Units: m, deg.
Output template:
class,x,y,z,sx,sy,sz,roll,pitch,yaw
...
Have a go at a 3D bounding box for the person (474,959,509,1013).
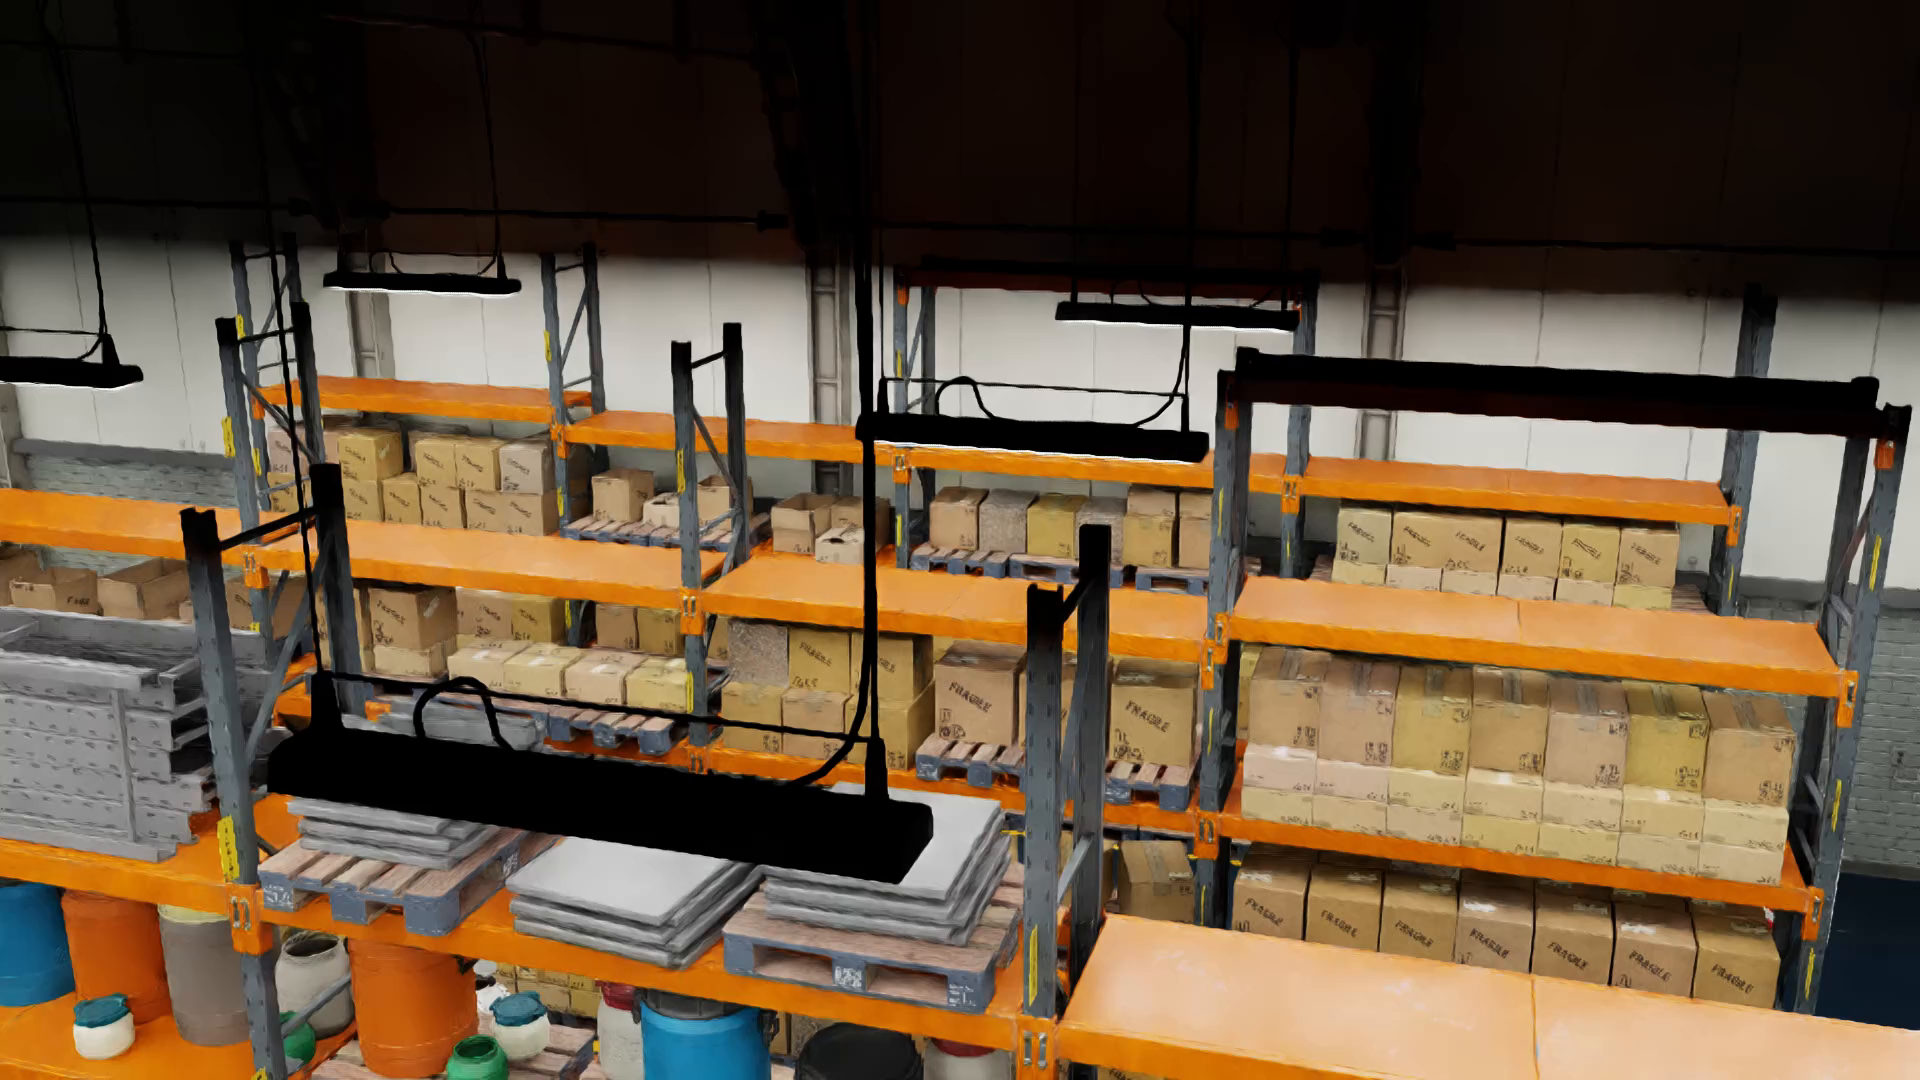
class,x,y,z,sx,sy,sz,roll,pitch,yaw
person,-3.507,3.861,12.400,0.990,1.626,0.461,5,17,15
